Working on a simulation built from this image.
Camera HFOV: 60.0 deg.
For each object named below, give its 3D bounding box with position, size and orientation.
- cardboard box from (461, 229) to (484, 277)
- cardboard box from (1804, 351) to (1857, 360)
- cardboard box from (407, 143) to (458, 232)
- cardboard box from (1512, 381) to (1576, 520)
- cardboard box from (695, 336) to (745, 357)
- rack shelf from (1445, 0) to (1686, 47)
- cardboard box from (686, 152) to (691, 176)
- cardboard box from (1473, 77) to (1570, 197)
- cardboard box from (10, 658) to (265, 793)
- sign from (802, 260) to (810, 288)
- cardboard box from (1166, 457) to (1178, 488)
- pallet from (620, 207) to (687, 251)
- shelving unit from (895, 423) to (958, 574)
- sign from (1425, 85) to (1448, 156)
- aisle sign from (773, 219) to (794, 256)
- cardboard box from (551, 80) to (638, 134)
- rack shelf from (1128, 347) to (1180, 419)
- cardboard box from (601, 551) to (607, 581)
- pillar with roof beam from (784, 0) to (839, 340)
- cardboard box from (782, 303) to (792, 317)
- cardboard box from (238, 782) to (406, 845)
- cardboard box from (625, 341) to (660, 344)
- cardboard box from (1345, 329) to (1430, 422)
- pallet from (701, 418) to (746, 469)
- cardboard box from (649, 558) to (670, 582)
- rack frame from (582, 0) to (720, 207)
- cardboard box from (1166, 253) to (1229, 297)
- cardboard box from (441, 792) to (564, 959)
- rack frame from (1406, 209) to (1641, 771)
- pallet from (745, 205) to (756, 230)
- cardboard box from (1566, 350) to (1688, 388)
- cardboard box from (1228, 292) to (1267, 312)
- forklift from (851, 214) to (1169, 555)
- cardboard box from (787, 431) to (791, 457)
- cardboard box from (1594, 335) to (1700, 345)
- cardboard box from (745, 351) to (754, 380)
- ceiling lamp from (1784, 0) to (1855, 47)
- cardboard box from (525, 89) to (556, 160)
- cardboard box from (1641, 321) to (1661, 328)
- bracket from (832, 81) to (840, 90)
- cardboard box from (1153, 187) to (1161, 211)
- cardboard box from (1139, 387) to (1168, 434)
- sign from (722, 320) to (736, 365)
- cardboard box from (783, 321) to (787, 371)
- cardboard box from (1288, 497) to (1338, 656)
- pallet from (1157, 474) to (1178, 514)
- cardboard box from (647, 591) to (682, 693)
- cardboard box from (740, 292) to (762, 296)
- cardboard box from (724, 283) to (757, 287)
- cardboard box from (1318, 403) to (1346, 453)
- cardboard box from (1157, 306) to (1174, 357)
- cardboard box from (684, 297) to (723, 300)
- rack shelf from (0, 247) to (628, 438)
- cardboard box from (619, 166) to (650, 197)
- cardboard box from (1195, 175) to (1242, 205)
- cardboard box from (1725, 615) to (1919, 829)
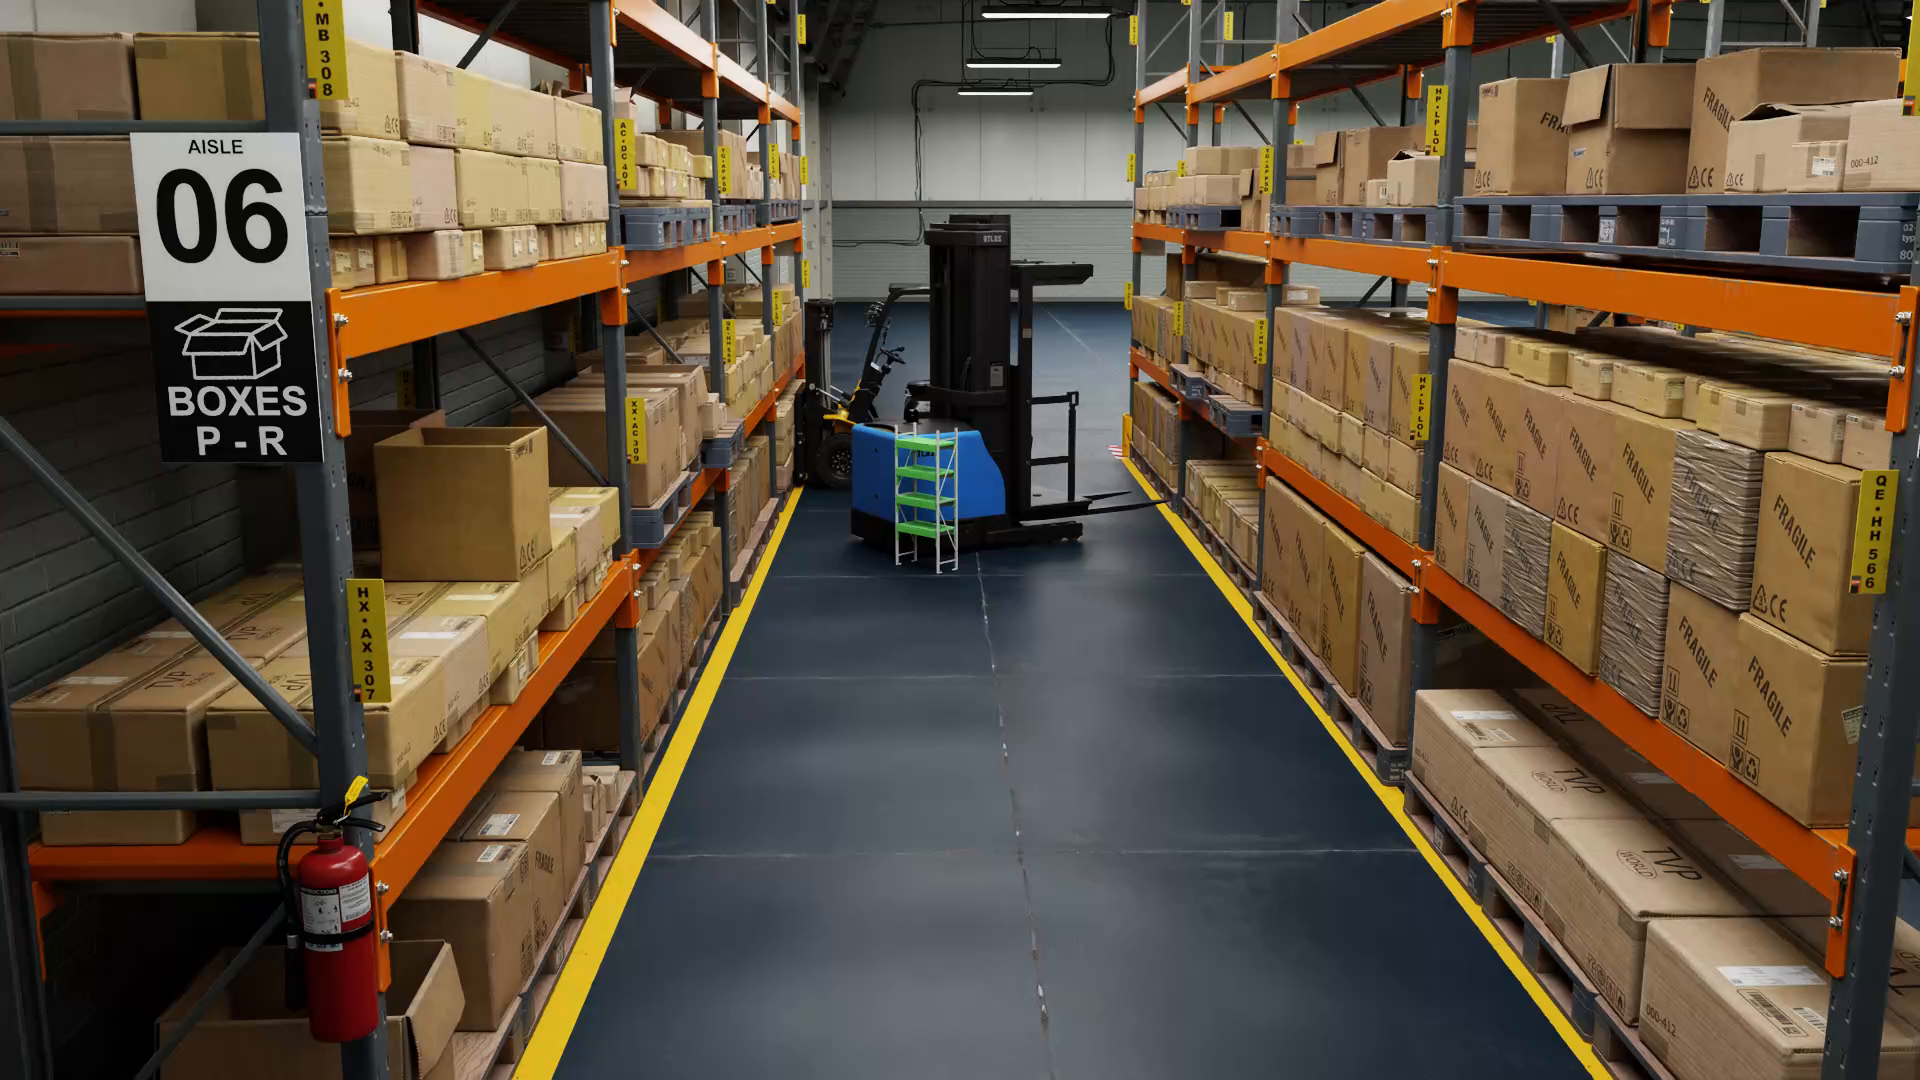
[{"bbox_3d":[-1.765,-0.931,5.380,0.380,0.149,0.250,0,11,-1],"label":"cardboard box"},{"bbox_3d":[7.391,-1.302,13.872,0.500,0.500,0.500,0,11,-2],"label":"cardboard box"},{"bbox_3d":[-1.823,-1.047,4.951,0.500,0.250,0.500,0,11,0],"label":"cardboard box"},{"bbox_3d":[2.595,-0.372,6.771,0.500,0.500,0.500,0,11,0],"label":"cardboard box"},{"bbox_3d":[-1.971,-1.593,13.673,0.380,0.149,0.250,0,11,0],"label":"cardboard box"},{"bbox_3d":[2.865,-2.125,5.904,1.077,0.370,4.000,0,11,-1],"label":"rack shelf"},{"bbox_3d":[-1.900,-2.367,10.457,0.380,0.149,0.250,0,11,-2],"label":"cardboard box"},{"bbox_3d":[2.626,-1.787,7.409,0.500,0.500,0.500,0,11,0],"label":"cardboard box"},{"bbox_3d":[-2.331,0.523,4.756,0.500,0.250,0.500,0,11,1],"label":"cardboard box"},{"bbox_3d":[-1.844,-3.178,19.862,0.100,0.325,0.005,0,11,-1],"label":"sign"},{"bbox_3d":[2.377,-0.695,16.993,0.500,0.250,0.500,0,11,1],"label":"cardboard box"},{"bbox_3d":[-2.082,-1.617,8.606,1.213,0.211,1.003,0,11,-1],"label":"pallet"},{"bbox_3d":[-0.284,-0.358,13.998,0.503,1.200,0.258,11,16,43],"label":"shelving unit"},{"bbox_3d":[2.281,-2.004,7.948,0.100,0.325,0.005,0,11,-1],"label":"sign"},{"bbox_3d":[-2.095,-3.783,19.815,0.394,0.787,0.004,0,11,-1],"label":"aisle sign"},{"bbox_3d":[-1.796,-2.121,8.151,0.396,0.266,0.258,0,11,-2],"label":"cardboard box"},{"bbox_3d":[2.617,-1.766,18.219,1.077,0.370,4.000,0,11,-1],"label":"rack shelf"},{"bbox_3d":[-1.853,0.128,7.708,0.380,0.149,0.250,0,11,0],"label":"cardboard box"},{"bbox_3d":[0.658,-8.889,36.430,9.100,9.000,0.548,0,11,-1],"label":"pillar with roof beam"},{"bbox_3d":[-2.049,-2.539,18.338,0.380,0.149,0.250,0,11,-1],"label":"cardboard box"},{"bbox_3d":[-1.789,0.742,4.678,0.380,0.149,0.250,0,11,-2],"label":"cardboard box"},{"bbox_3d":[-2.567,-1.487,13.153,0.380,0.149,0.250,0,11,-2],"label":"cardboard box"},{"bbox_3d":[2.554,-0.961,9.676,0.500,0.500,0.500,0,11,1],"label":"cardboard box"},{"bbox_3d":[-2.138,-0.676,11.521,1.213,0.211,1.003,0,11,-1],"label":"pallet"},{"bbox_3d":[-2.005,0.207,10.286,0.380,0.149,0.250,0,11,-1],"label":"cardboard box"},{"bbox_3d":[-2.222,-3.845,11.568,1.000,3.000,0.127,0,11,-1],"label":"rack frame"},{"bbox_3d":[2.804,-3.100,19.472,0.700,0.500,0.500,-1,11,-3],"label":"cardboard box"},{"bbox_3d":[-1.864,1.307,6.492,0.500,0.500,0.500,0,11,0],"label":"cardboard box"},{"bbox_3d":[2.823,-0.131,8.349,1.000,3.000,0.127,0,11,-1],"label":"rack frame"},{"bbox_3d":[-2.273,-2.901,14.940,0.805,0.209,1.217,-1,11,-3],"label":"pallet"},{"bbox_3d":[2.647,-0.670,6.610,0.380,0.149,0.250,0,11,-1],"label":"cardboard box"},{"bbox_3d":[2.425,-1.968,13.720,0.380,0.149,0.250,-1,11,-4],"label":"cardboard box"},{"bbox_3d":[0.538,-1.499,15.266,3.031,2.935,1.130,-7,13,-30],"label":"forklift"},{"bbox_3d":[-2.018,-1.000,17.239,0.500,0.250,0.500,0,11,-1],"label":"cardboard box"},{"bbox_3d":[3.040,-0.825,7.375,0.380,0.149,0.250,0,11,-1],"label":"cardboard box"},{"bbox_3d":[-2.024,-1.470,14.073,0.500,0.250,0.500,0,11,0],"label":"cardboard box"},{"bbox_3d":[22.720,-13.458,44.272,2.000,3.185,0.800,0,11,-1],"label":"ceiling lamp"},{"bbox_3d":[-1.867,-1.596,6.399,0.500,0.250,0.500,0,11,0],"label":"cardboard box"},{"bbox_3d":[7.551,-2.017,17.272,0.875,0.550,0.550,0,11,-1],"label":"cardboard box"},{"bbox_3d":[-3.530,-12.939,47.343,0.235,0.232,0.430,0,11,-1],"label":"bracket"},{"bbox_3d":[2.347,-3.653,17.794,0.500,0.250,0.500,0,11,0],"label":"cardboard box"},{"bbox_3d":[2.332,-1.472,18.933,0.500,0.500,0.500,-1,11,-3],"label":"cardboard box"},{"bbox_3d":[-1.679,-1.437,12.077,0.100,0.325,0.005,0,11,-1],"label":"sign"},{"bbox_3d":[-2.091,-2.042,17.520,0.500,0.500,0.500,0,11,-2],"label":"cardboard box"},{"bbox_3d":[2.686,0.225,10.885,0.875,0.875,0.875,0,11,0],"label":"cardboard box"},{"bbox_3d":[2.609,-0.488,17.122,1.003,0.211,1.213,0,11,-1],"label":"pallet"},{"bbox_3d":[-1.951,0.608,9.941,0.500,0.500,0.500,-1,11,-3],"label":"cardboard box"},{"bbox_3d":[-2.120,-2.533,17.559,0.380,0.149,0.250,0,11,-1],"label":"cardboard box"},{"bbox_3d":[-2.594,-2.940,19.565,0.380,0.149,0.250,0,11,-2],"label":"cardboard box"},{"bbox_3d":[2.509,-0.693,10.240,0.500,0.250,0.500,0,11,0],"label":"cardboard box"},{"bbox_3d":[2.368,-2.208,17.591,0.500,0.500,0.500,0,11,0],"label":"cardboard box"},{"bbox_3d":[-2.596,-2.377,16.792,0.380,0.149,0.250,0,11,-2],"label":"cardboard box"},{"bbox_3d":[-2.098,-0.829,6.059,1.077,0.370,4.000,0,11,-1],"label":"rack shelf"},{"bbox_3d":[-1.748,-1.772,8.221,0.380,0.149,0.250,0,11,0],"label":"cardboard box"},{"bbox_3d":[2.313,-3.005,14.292,0.500,0.250,0.500,0,11,-2],"label":"cardboard box"},{"bbox_3d":[2.632,0.521,4.887,0.500,0.500,0.500,0,11,-1],"label":"cardboard box"}]
